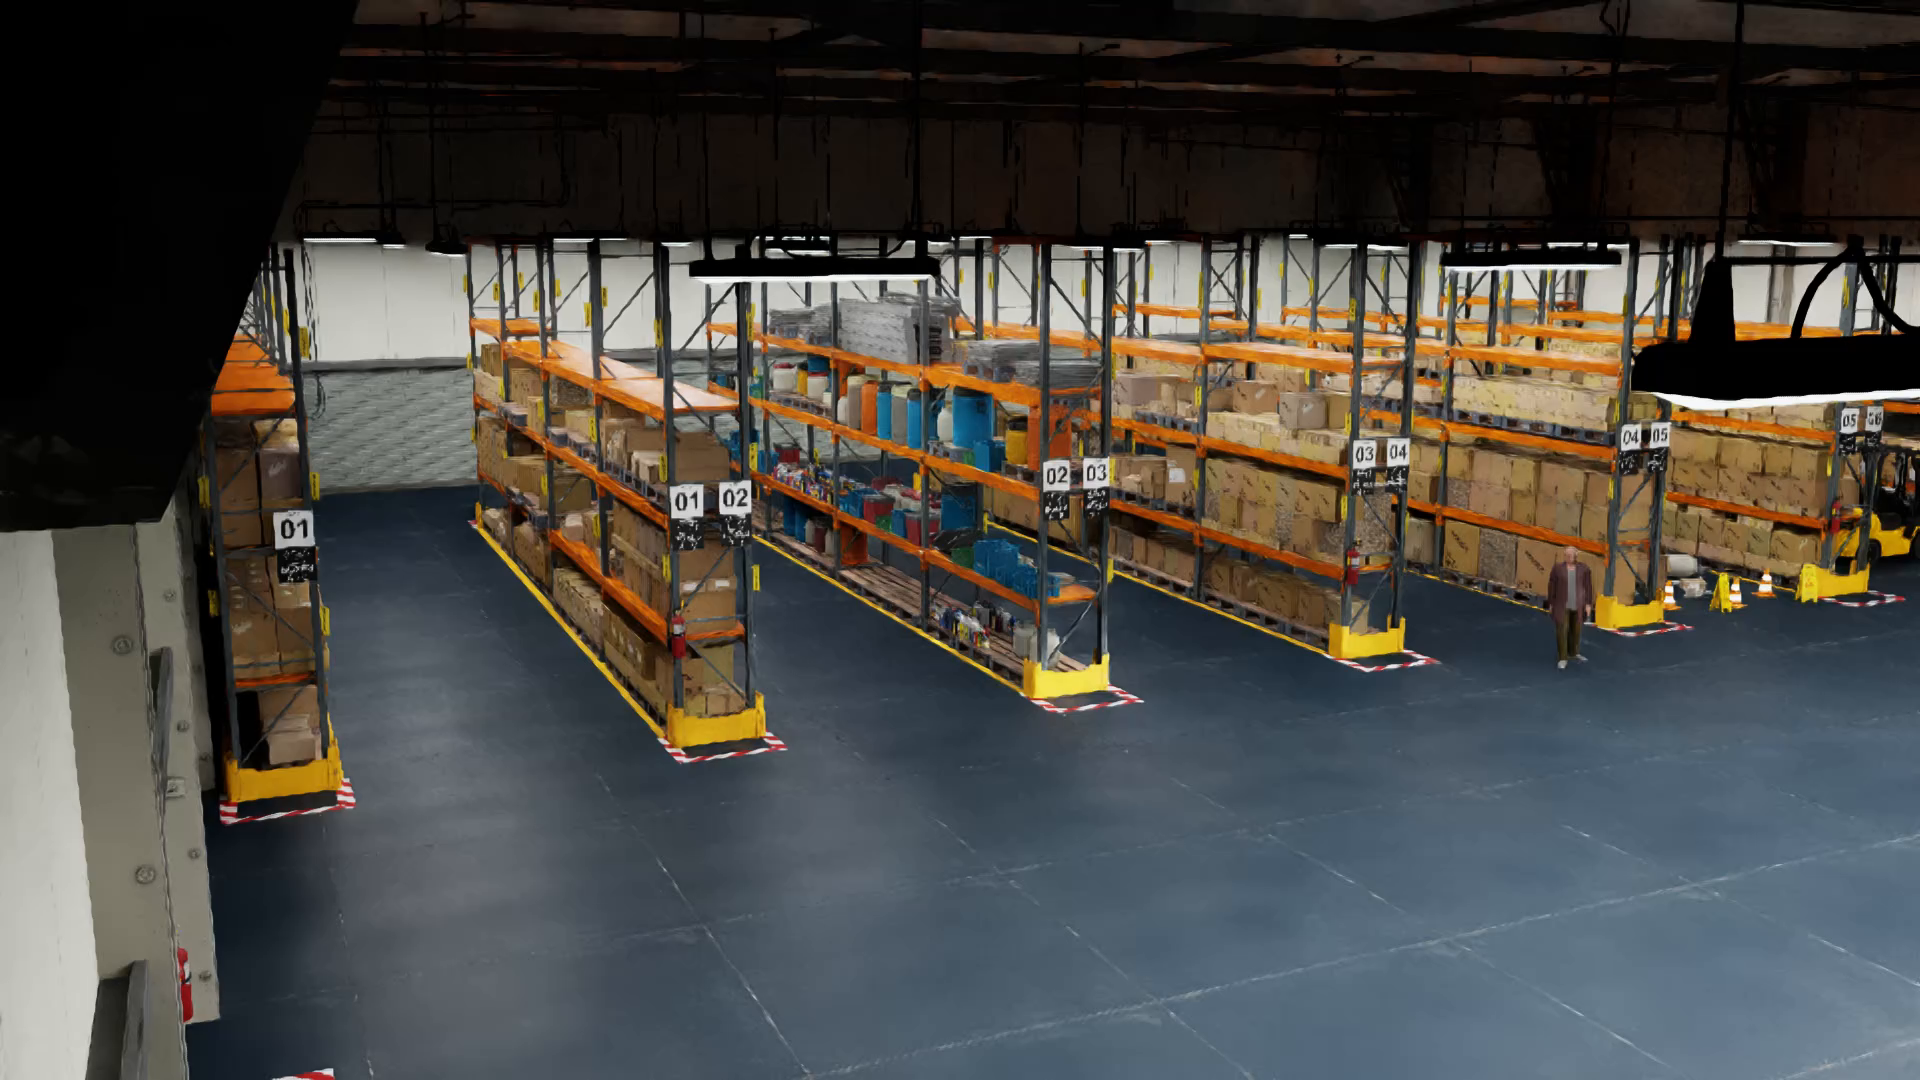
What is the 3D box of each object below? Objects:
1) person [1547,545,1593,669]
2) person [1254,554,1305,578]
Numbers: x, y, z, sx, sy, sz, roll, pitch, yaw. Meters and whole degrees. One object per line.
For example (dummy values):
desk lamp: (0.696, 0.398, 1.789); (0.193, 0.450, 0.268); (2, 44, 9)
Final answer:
person: (8.705, 0.924, 23.752); (0.610, 1.766, 0.633); (2, 11, 11)
person: (5.595, -0.112, 29.310); (0.701, 1.660, 0.857); (-9, 14, -40)
